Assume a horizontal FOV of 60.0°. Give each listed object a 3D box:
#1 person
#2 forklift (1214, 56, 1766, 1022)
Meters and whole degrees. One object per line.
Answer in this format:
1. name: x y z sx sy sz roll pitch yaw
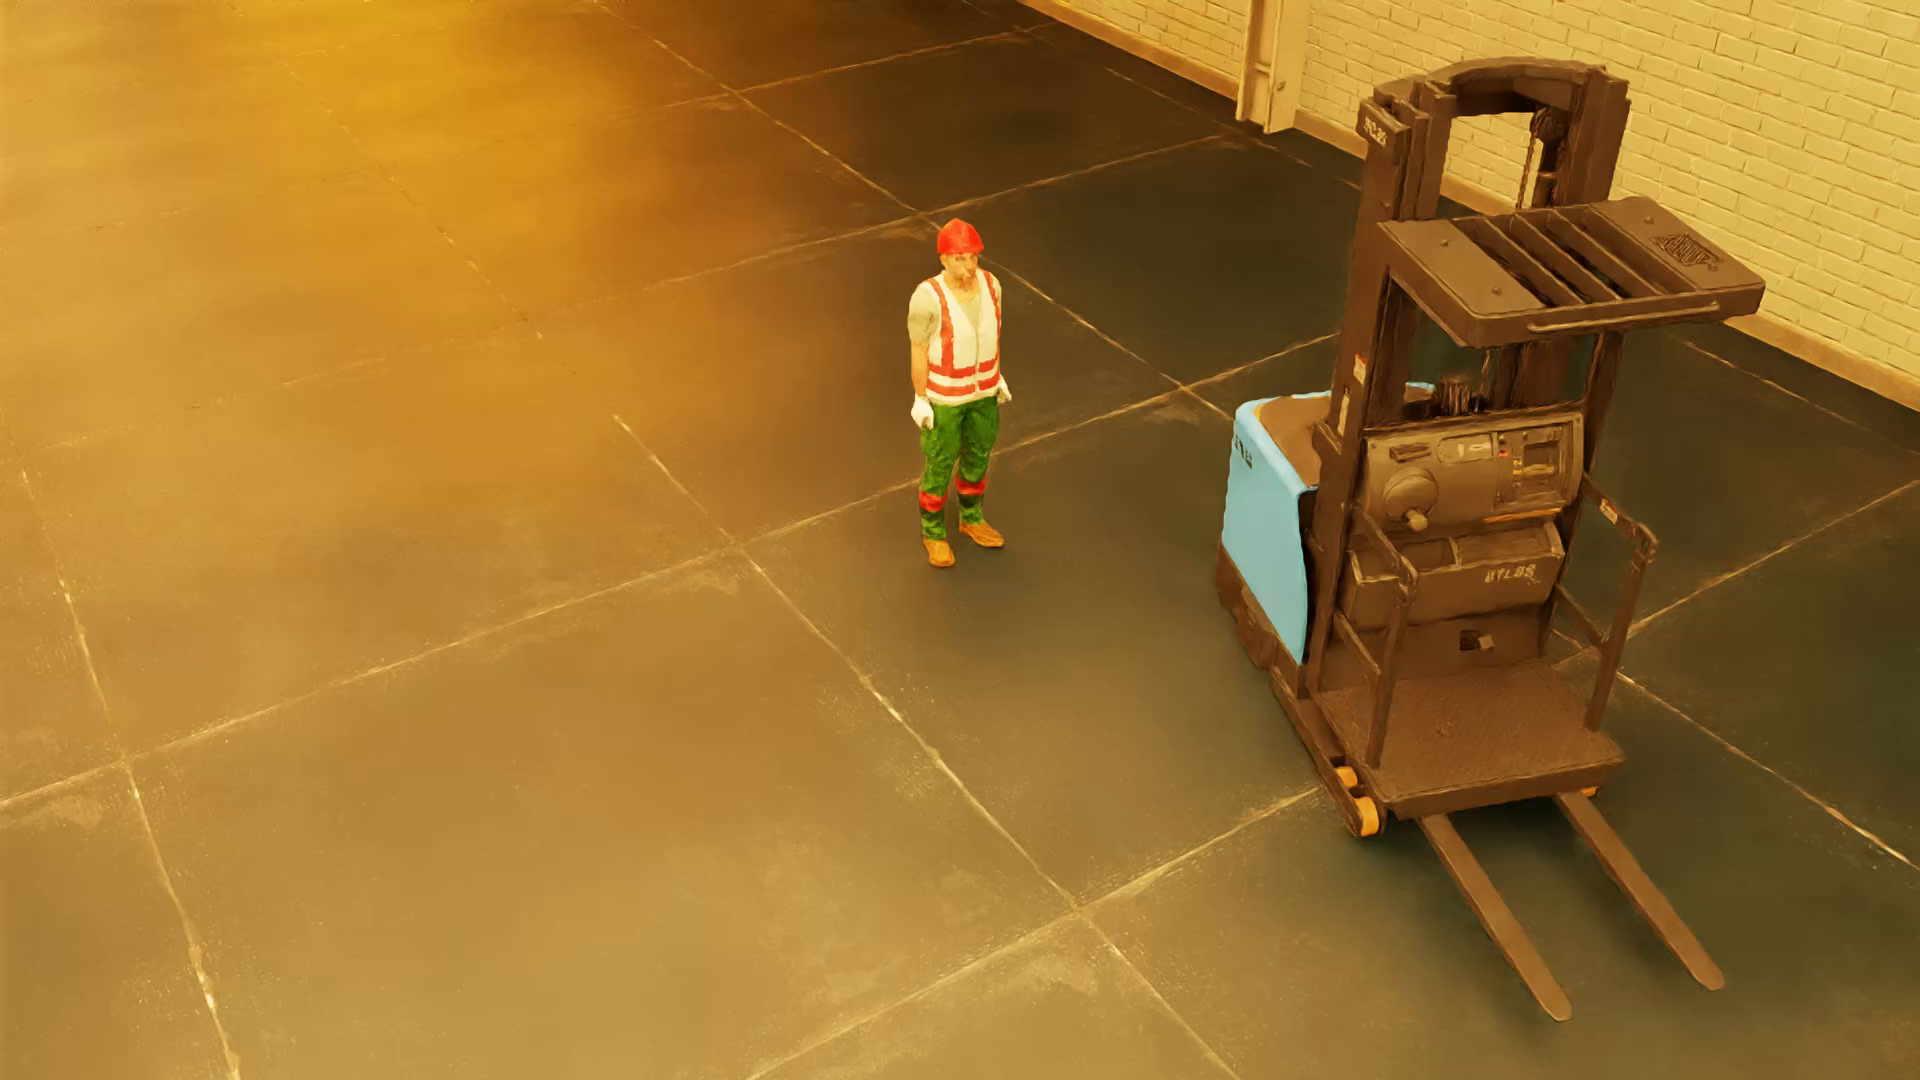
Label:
1. person: 0.012 -0.723 8.168 0.540 1.795 0.349 -21 40 -27
2. forklift: 2.098 -0.205 6.439 1.130 2.935 3.031 -8 36 -11
